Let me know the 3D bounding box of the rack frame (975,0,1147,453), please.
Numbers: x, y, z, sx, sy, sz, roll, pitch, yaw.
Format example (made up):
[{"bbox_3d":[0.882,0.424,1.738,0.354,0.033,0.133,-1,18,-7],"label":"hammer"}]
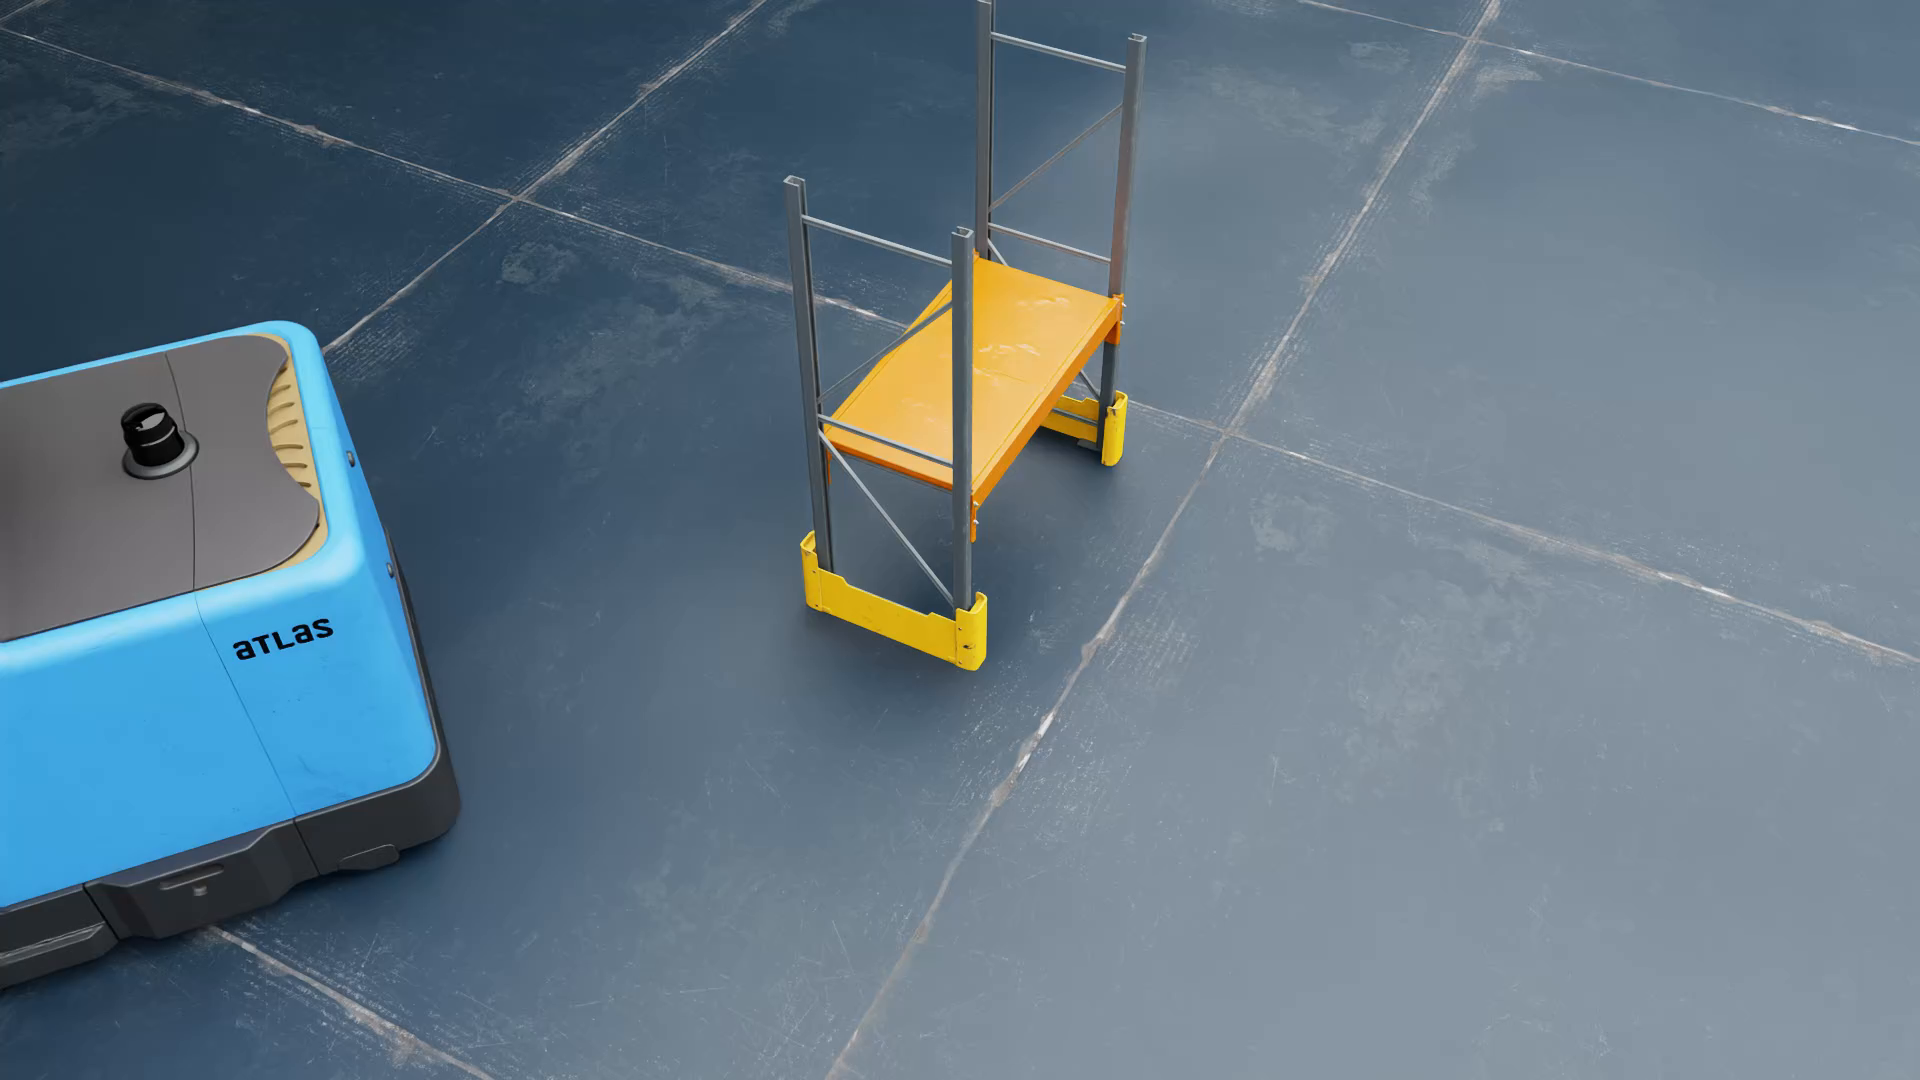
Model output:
[{"bbox_3d":[0.276,-0.901,5.086,0.500,1.500,0.032,20,49,19],"label":"rack frame"}]

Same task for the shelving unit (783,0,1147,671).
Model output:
[{"bbox_3d":[0.035,-0.575,4.764,0.587,1.500,1.083,20,49,19],"label":"shelving unit"}]

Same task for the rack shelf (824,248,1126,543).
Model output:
[{"bbox_3d":[0.040,-0.455,4.898,0.538,0.185,1.000,20,49,19],"label":"rack shelf"}]

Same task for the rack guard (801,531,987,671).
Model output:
[{"bbox_3d":[-0.196,0.178,4.898,0.587,0.250,0.087,20,49,19],"label":"rack guard"}]

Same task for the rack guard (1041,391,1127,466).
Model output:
[{"bbox_3d":[0.267,-0.450,5.519,0.587,0.250,0.087,20,49,19],"label":"rack guard"}]

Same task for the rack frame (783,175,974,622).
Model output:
[{"bbox_3d":[-0.196,-0.261,4.453,0.500,1.500,0.032,20,49,19],"label":"rack frame"}]

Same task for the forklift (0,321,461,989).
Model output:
[{"bbox_3d":[-2.901,-0.147,3.335,3.031,2.935,1.130,-16,48,-16],"label":"forklift"}]
